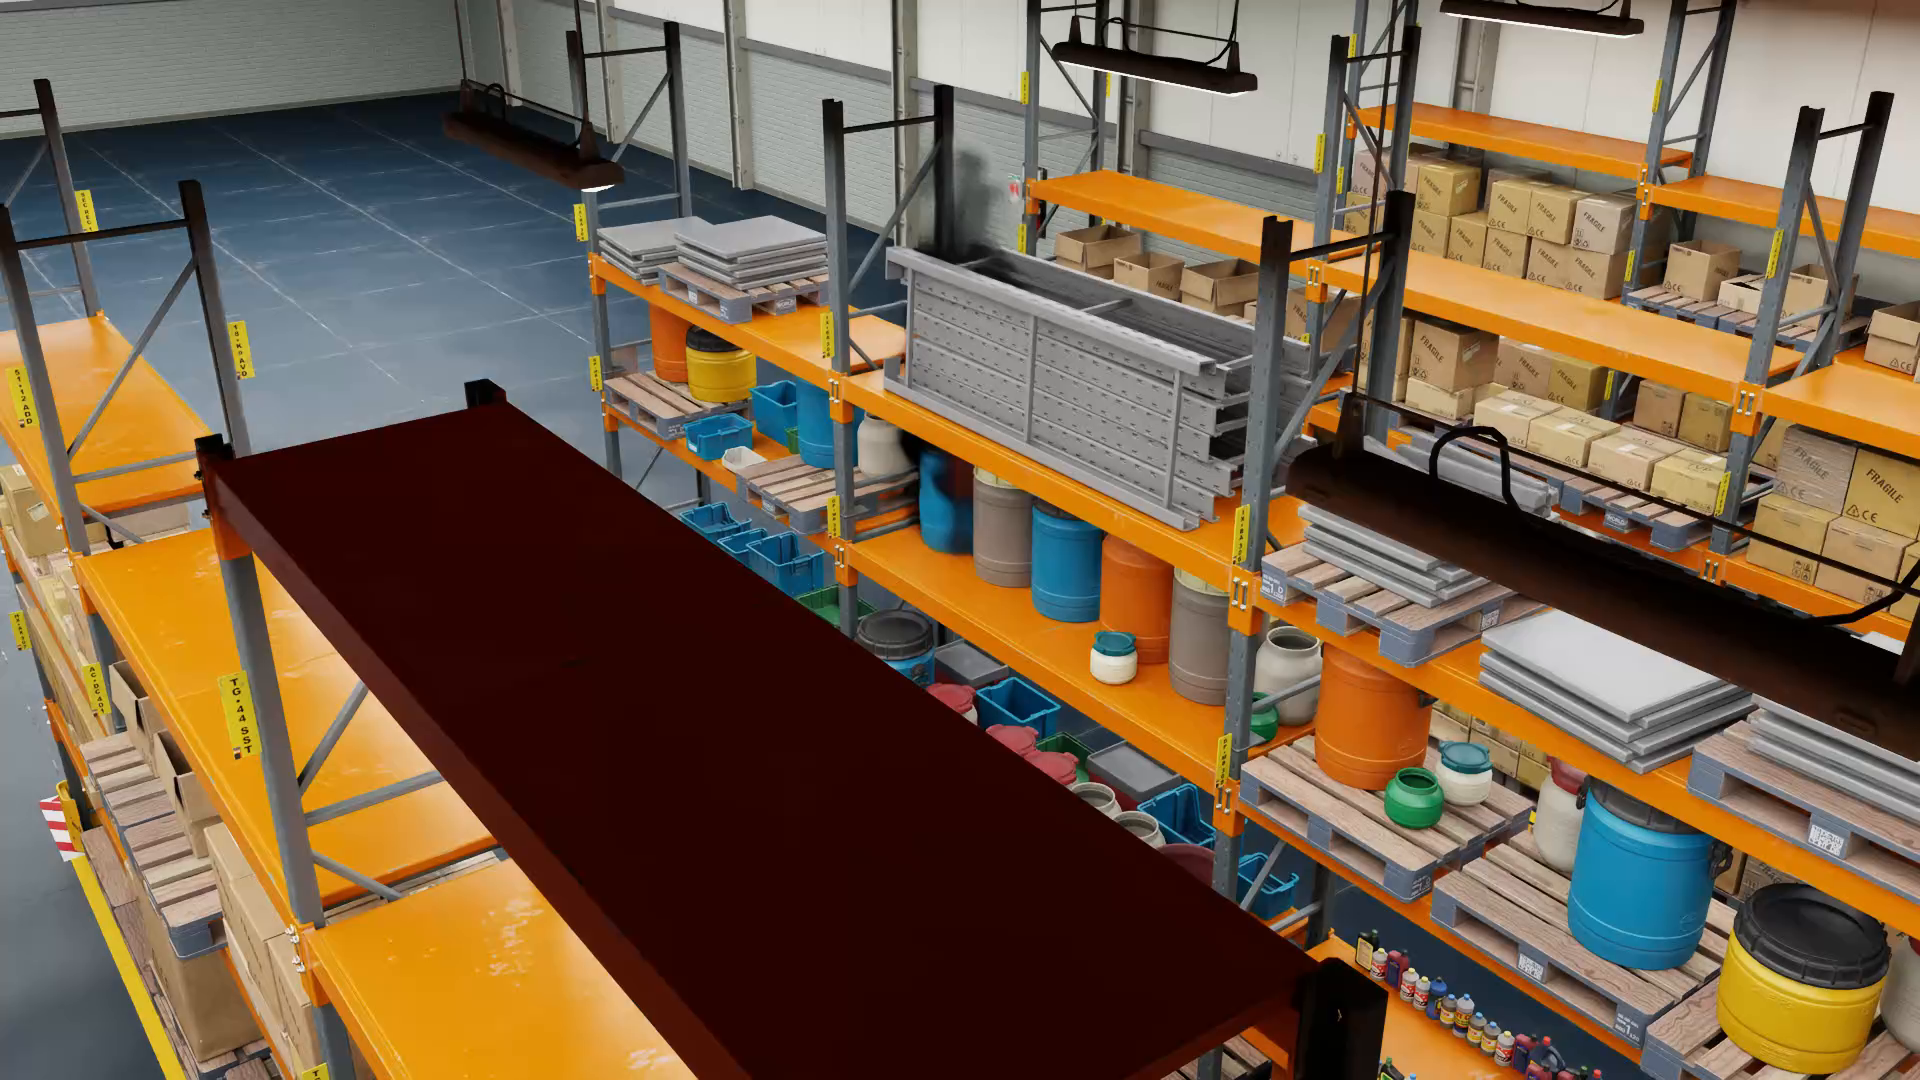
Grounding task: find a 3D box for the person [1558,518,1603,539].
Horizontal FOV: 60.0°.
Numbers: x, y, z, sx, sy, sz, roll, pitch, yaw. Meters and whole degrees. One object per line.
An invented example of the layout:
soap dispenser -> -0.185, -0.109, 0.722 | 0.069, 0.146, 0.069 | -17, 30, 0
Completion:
person -> 6.108, 0.245, 16.362 | 0.950, 1.784, 0.658 | 21, 32, 37
